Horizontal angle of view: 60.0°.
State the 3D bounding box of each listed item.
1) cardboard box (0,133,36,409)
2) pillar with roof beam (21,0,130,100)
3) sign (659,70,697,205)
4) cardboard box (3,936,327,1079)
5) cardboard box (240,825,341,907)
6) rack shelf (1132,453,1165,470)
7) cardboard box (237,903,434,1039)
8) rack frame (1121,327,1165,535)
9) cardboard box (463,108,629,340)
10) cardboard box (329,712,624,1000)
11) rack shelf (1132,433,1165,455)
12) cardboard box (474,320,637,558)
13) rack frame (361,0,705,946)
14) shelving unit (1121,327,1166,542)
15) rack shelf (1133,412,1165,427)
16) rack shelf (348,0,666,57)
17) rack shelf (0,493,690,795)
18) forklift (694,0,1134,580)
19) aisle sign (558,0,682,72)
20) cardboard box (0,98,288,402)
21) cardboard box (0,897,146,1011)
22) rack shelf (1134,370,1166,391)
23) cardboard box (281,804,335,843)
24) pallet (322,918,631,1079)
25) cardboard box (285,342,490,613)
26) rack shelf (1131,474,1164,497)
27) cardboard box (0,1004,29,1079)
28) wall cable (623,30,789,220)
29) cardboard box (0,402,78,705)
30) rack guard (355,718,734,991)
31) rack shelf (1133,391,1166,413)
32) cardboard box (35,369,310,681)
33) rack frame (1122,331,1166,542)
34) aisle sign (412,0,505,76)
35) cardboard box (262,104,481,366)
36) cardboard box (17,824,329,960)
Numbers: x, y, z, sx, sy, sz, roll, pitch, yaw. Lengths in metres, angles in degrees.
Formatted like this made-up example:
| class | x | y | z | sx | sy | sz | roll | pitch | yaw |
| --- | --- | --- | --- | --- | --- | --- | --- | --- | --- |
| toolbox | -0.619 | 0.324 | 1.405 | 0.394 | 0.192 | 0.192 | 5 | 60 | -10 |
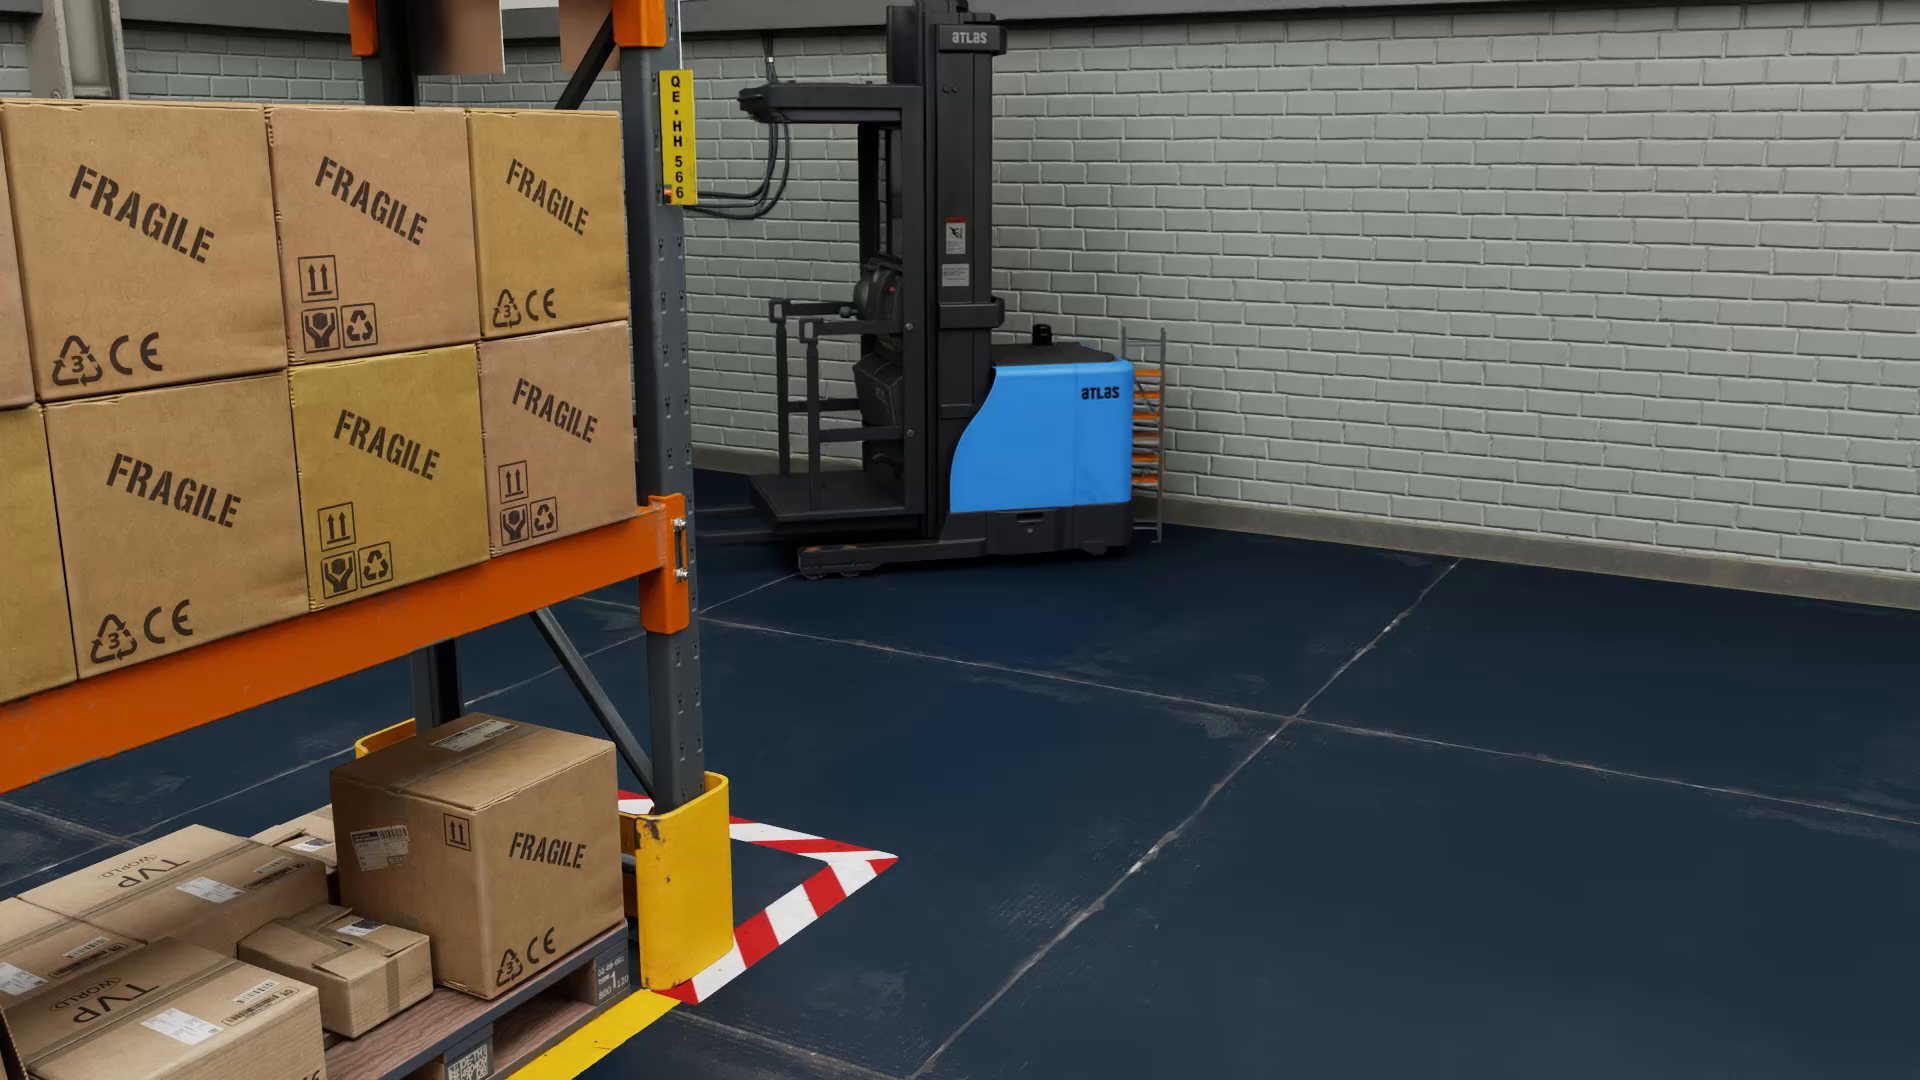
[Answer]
| class | x | y | z | sx | sy | sz | roll | pitch | yaw |
| --- | --- | --- | --- | --- | --- | --- | --- | --- | --- |
| cardboard box | -1.891 | -0.450 | 2.652 | 0.500 | 0.500 | 0.500 | 8 | 16 | 30 |
| pillar with roof beam | -1.200 | -3.995 | 6.902 | 9.100 | 9.000 | 0.400 | 7 | 15 | 28 |
| sign | -0.702 | -1.003 | 4.149 | 0.100 | 0.325 | 0.005 | 7 | 15 | 28 |
| cardboard box | -1.711 | 1.100 | 3.497 | 0.500 | 0.250 | 0.500 | 7 | 15 | 28 |
| cardboard box | -1.803 | 0.908 | 4.472 | 0.380 | 0.166 | 0.250 | 7 | 15 | 28 |
| rack shelf | 1.031 | -0.434 | 9.466 | 0.258 | 0.103 | 0.180 | 1 | 13 | 5 |
| cardboard box | -1.500 | 1.022 | 3.999 | 0.380 | 0.166 | 0.250 | 7 | 15 | 28 |
| rack frame | 1.038 | -0.615 | 9.519 | 0.240 | 1.200 | 0.006 | 1 | 13 | 5 |
| cardboard box | -1.153 | -0.766 | 3.962 | 0.500 | 0.500 | 0.500 | 7 | 15 | 28 |
| cardboard box | -1.226 | 0.787 | 4.262 | 0.500 | 0.500 | 0.500 | 7 | 15 | 28 |
| rack shelf | 1.030 | -0.551 | 9.440 | 0.258 | 0.103 | 0.180 | 1 | 13 | 5 |
| cardboard box | -1.157 | -0.279 | 4.079 | 0.500 | 0.500 | 0.500 | 8 | 16 | 30 |
| rack frame | -1.179 | -0.353 | 4.599 | 1.000 | 3.000 | 0.127 | 7 | 15 | 28 |
| shelving unit | 1.030 | -0.594 | 9.430 | 0.258 | 1.200 | 0.189 | 1 | 13 | 5 |
| rack shelf | 1.029 | -0.668 | 9.413 | 0.258 | 0.103 | 0.180 | 1 | 13 | 5 |
| rack shelf | -2.145 | -1.052 | 2.630 | 1.077 | 0.370 | 4.000 | 7 | 15 | 28 |
| rack shelf | -2.145 | 0.407 | 2.982 | 1.077 | 0.370 | 4.000 | 7 | 15 | 28 |
| forklift | -0.623 | -1.354 | 8.895 | 3.031 | 2.935 | 1.130 | -4 | 14 | -15 |
| aisle sign | -0.877 | -1.597 | 4.209 | 0.394 | 0.787 | 0.004 | 7 | 15 | 28 |
| cardboard box | -1.643 | -0.555 | 3.089 | 0.500 | 0.500 | 0.500 | 8 | 16 | 30 |
| cardboard box | -2.173 | 1.054 | 3.690 | 0.500 | 0.250 | 0.500 | 7 | 15 | 28 |
| rack shelf | 1.028 | -0.902 | 9.359 | 0.258 | 0.103 | 0.180 | 1 | 13 | 5 |
| cardboard box | -1.682 | 0.866 | 4.687 | 0.380 | 0.149 | 0.250 | 7 | 15 | 28 |
| pallet | -1.600 | 1.182 | 4.183 | 1.003 | 0.211 | 1.213 | 7 | 15 | 28 |
| cardboard box | -1.405 | -0.172 | 3.635 | 0.500 | 0.500 | 0.500 | 8 | 15 | 29 |
| rack shelf | 1.031 | -0.317 | 9.493 | 0.258 | 0.103 | 0.180 | 1 | 13 | 5 |
| cardboard box | -2.209 | 1.081 | 3.038 | 0.797 | 0.503 | 0.637 | 7 | 15 | 28 |
| wall cable | -2.470 | -3.441 | 11.230 | 3.097 | 2.526 | 0.112 | 7 | 15 | 28 |
| cardboard box | -1.894 | 0.033 | 2.785 | 0.500 | 0.500 | 0.500 | 7 | 15 | 27 |
| rack guard | -1.215 | 0.877 | 4.828 | 1.175 | 0.500 | 0.348 | 7 | 15 | 28 |
| rack shelf | 1.029 | -0.785 | 9.386 | 0.258 | 0.103 | 0.180 | 1 | 13 | 5 |
| cardboard box | -1.651 | -0.071 | 3.213 | 0.500 | 0.500 | 0.500 | 8 | 15 | 28 |
| rack frame | 1.022 | -0.574 | 9.341 | 0.240 | 1.200 | 0.006 | 1 | 13 | 5 |
| aisle sign | -1.403 | -1.664 | 4.491 | 0.394 | 0.787 | 0.004 | 7 | 15 | 28 |
| cardboard box | -1.397 | -0.662 | 3.532 | 0.500 | 0.500 | 0.500 | 8 | 16 | 30 |
| cardboard box | -1.932 | 0.951 | 4.115 | 0.500 | 0.250 | 0.500 | 7 | 15 | 28 |
